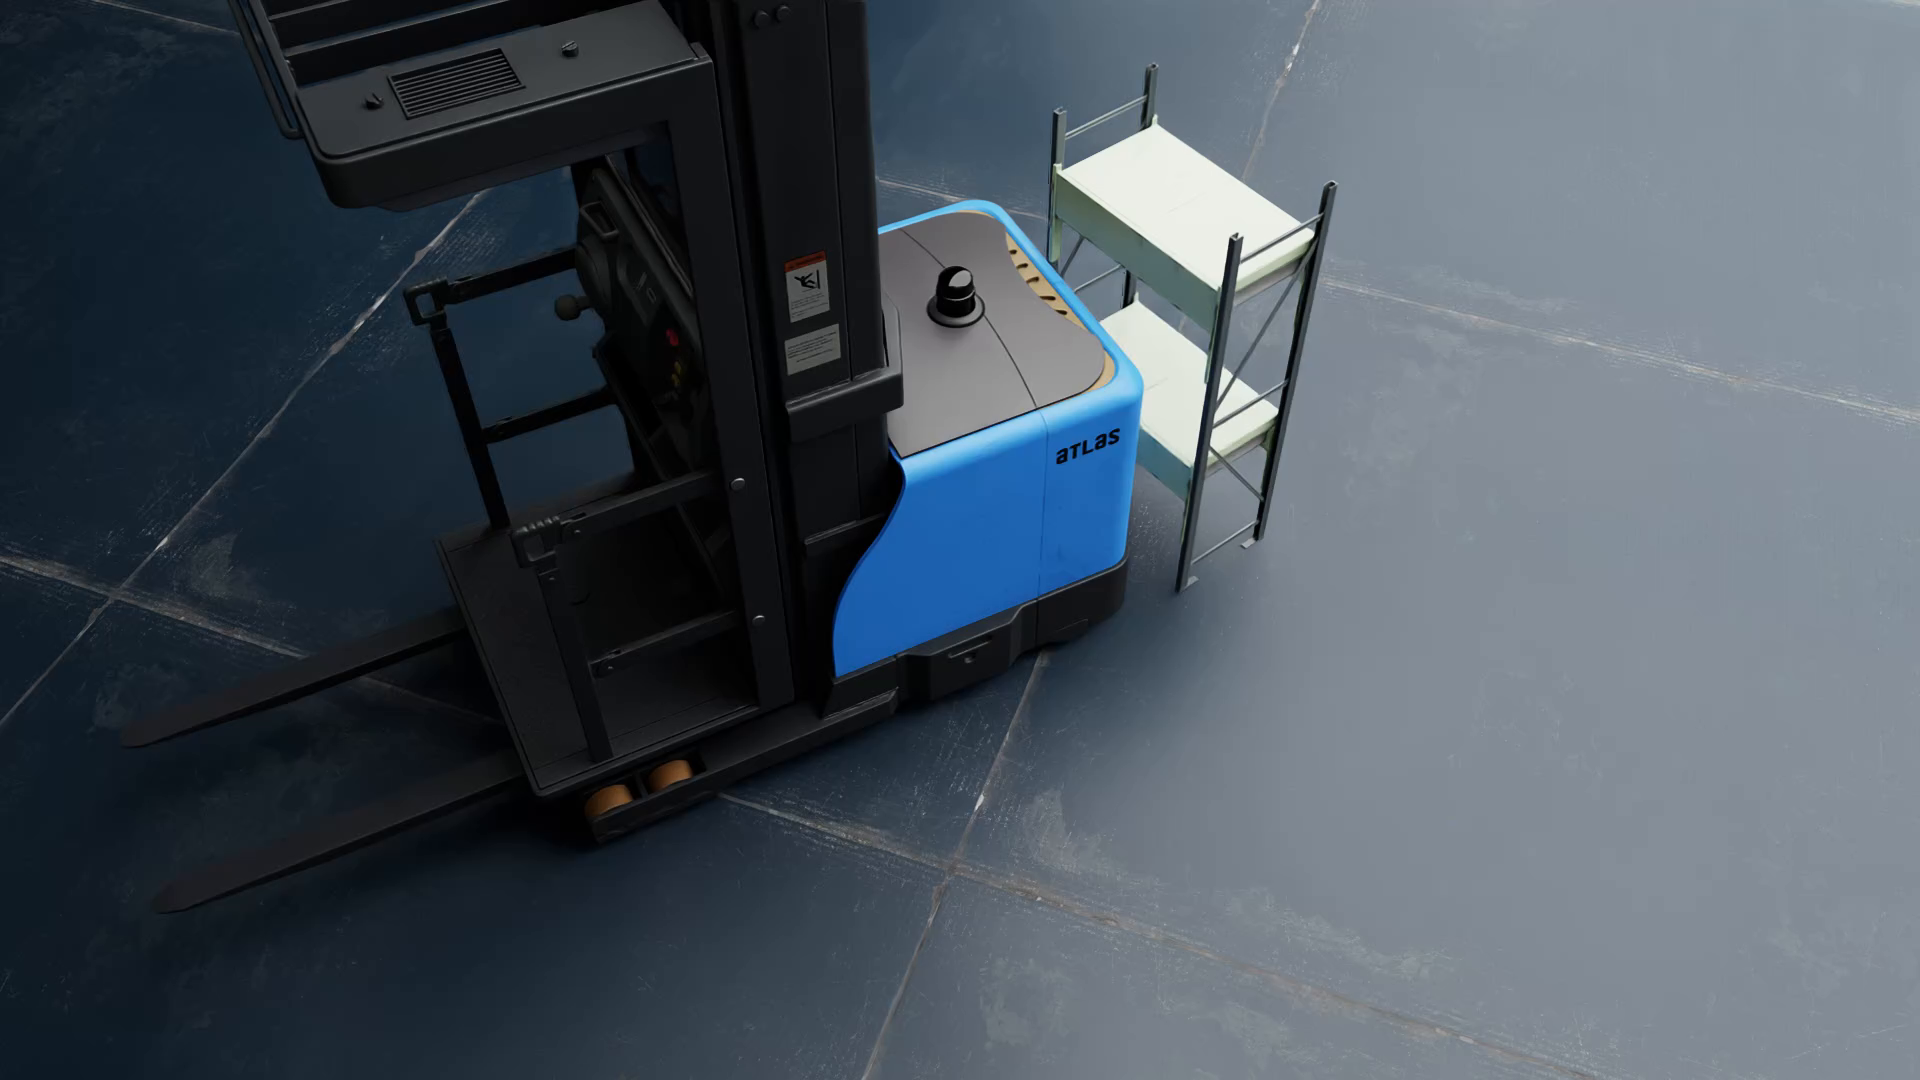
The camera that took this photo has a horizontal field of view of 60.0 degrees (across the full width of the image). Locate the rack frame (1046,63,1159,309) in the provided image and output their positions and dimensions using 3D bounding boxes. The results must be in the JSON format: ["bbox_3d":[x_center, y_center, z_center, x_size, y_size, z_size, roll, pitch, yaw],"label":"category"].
[{"bbox_3d":[0.436,-0.847,5.492,0.400,1.500,0.023,-31,56,-24],"label":"rack frame"}]

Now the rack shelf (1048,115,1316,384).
[{"bbox_3d":[0.662,-0.885,5.008,0.431,0.370,0.720,-31,56,-24],"label":"rack shelf"}]

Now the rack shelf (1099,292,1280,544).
[{"bbox_3d":[0.662,-0.416,5.550,0.431,0.370,0.720,-31,56,-24],"label":"rack shelf"}]

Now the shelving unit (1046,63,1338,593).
[{"bbox_3d":[0.662,-0.630,5.303,0.431,1.500,0.755,-31,56,-24],"label":"shelving unit"}]

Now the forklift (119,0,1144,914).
[{"bbox_3d":[-1.008,-0.532,4.271,3.031,2.935,1.130,-21,52,-17],"label":"forklift"}]

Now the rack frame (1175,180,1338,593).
[{"bbox_3d":[0.888,-0.412,5.115,0.400,1.500,0.023,-31,56,-24],"label":"rack frame"}]
